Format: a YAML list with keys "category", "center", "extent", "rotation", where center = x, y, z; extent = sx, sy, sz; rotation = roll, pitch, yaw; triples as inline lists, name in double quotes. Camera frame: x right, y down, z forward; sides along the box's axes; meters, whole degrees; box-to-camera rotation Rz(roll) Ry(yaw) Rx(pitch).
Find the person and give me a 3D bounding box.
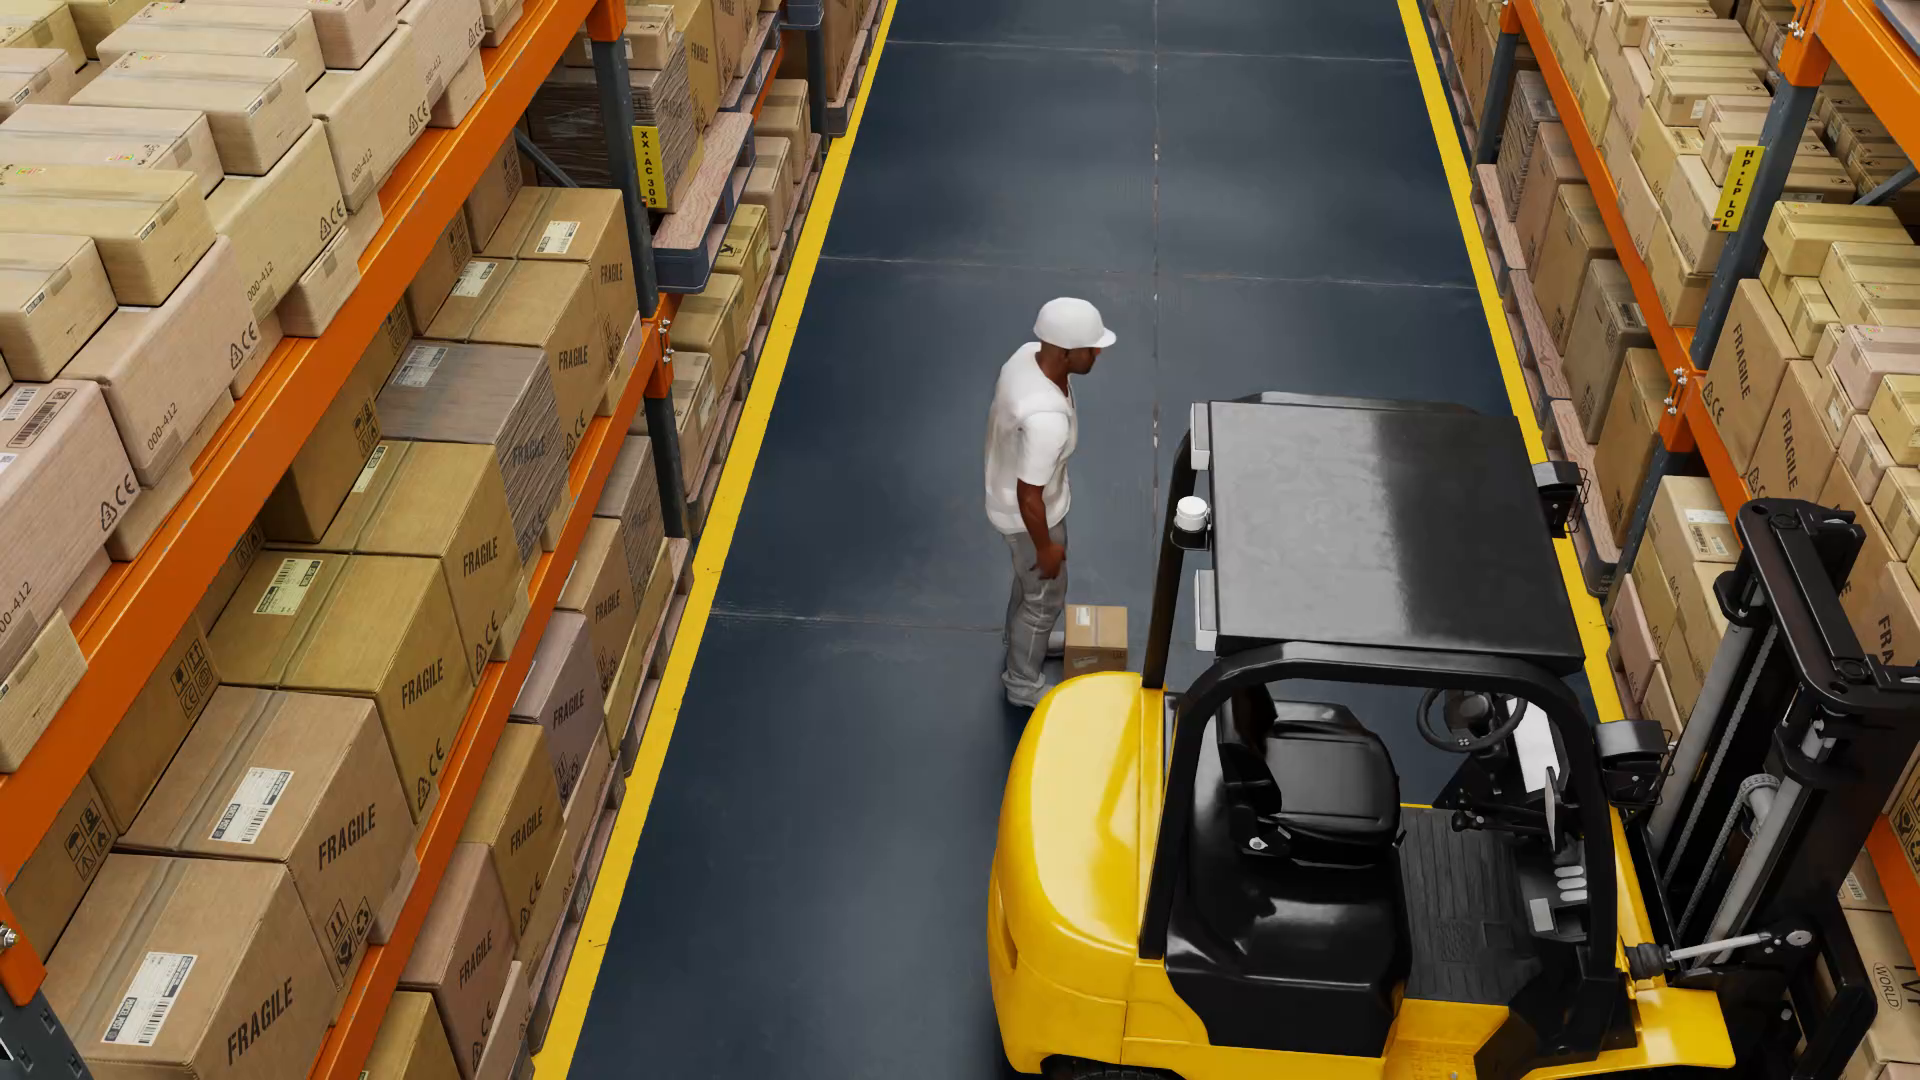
- category: "person"
  center: [0.318, -0.143, 6.314]
  extent: [0.461, 1.759, 0.621]
  rotation: [2, 40, 2]
